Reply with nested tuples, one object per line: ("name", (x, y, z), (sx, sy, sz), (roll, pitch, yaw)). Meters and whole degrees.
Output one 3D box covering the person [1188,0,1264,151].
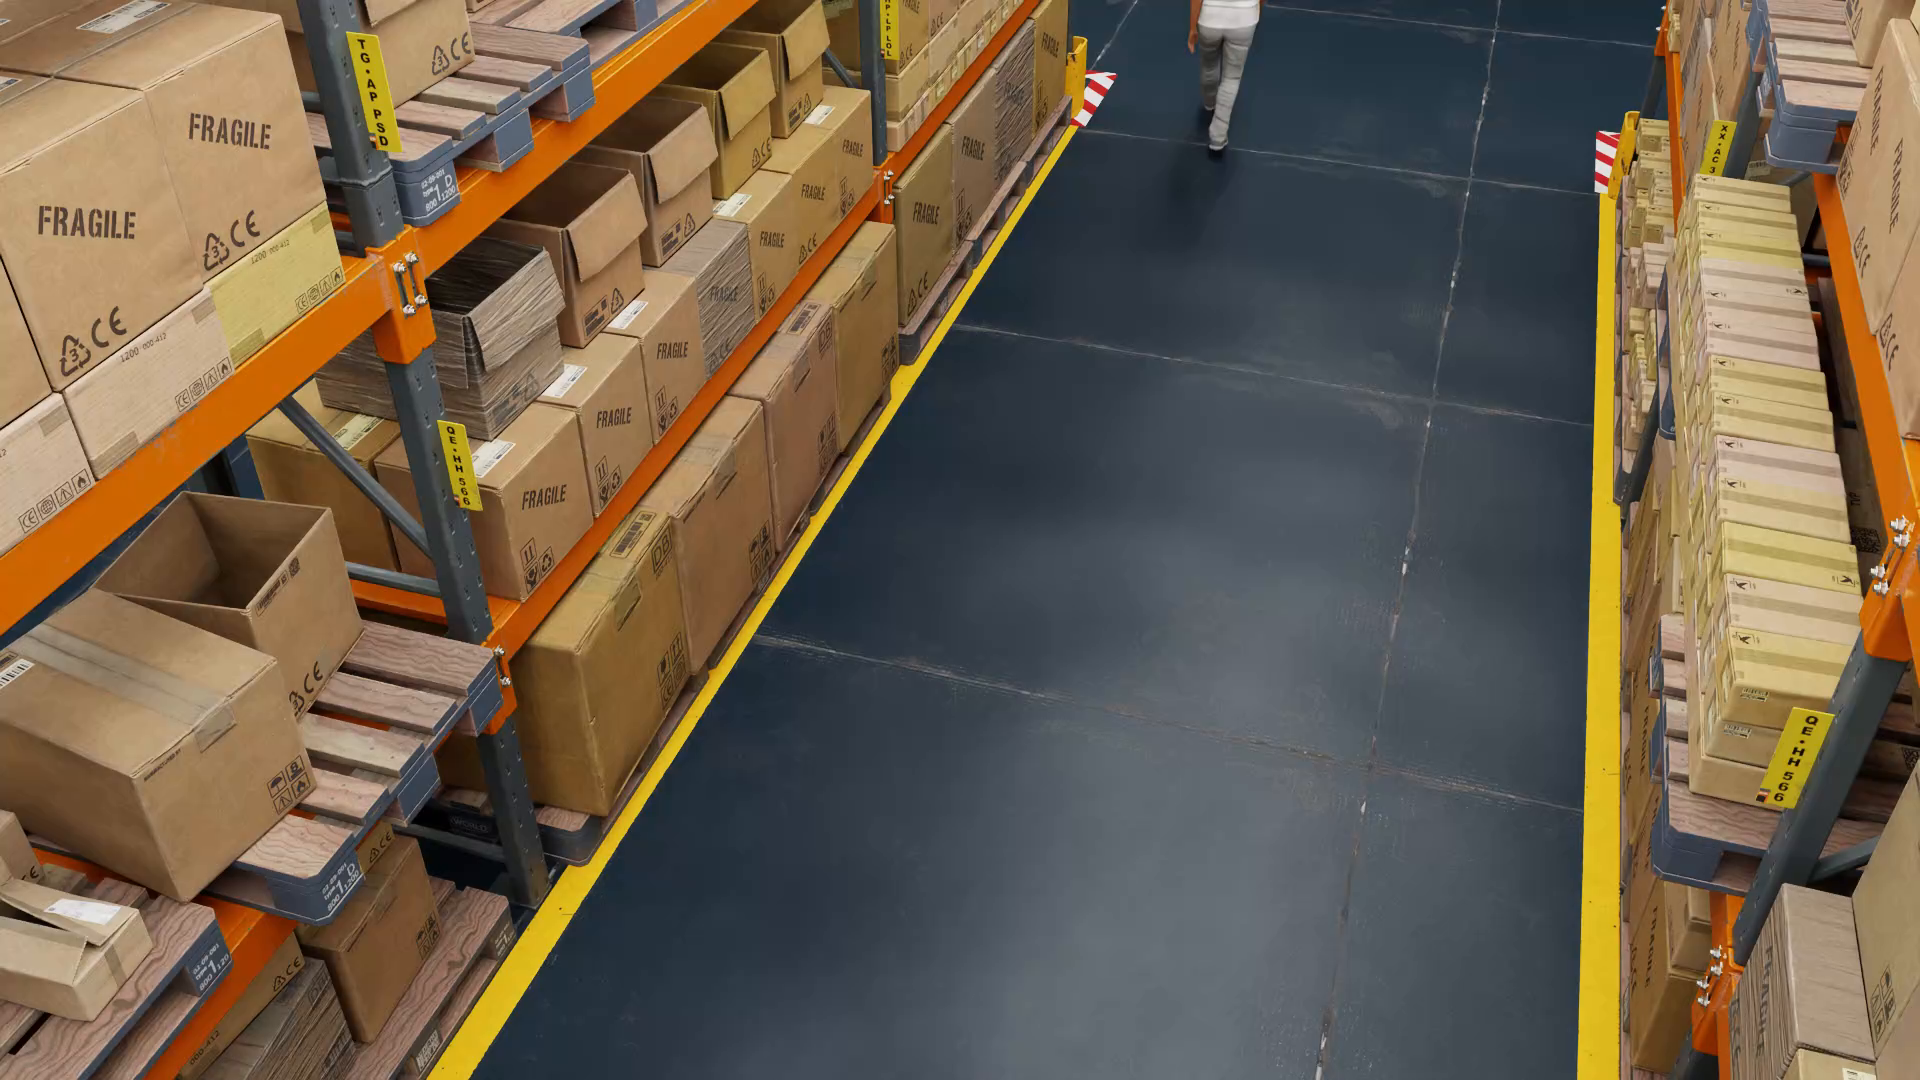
("person", (1.894, -3.671, 11.696), (0.487, 1.596, 1.031), (12, 39, 15))
